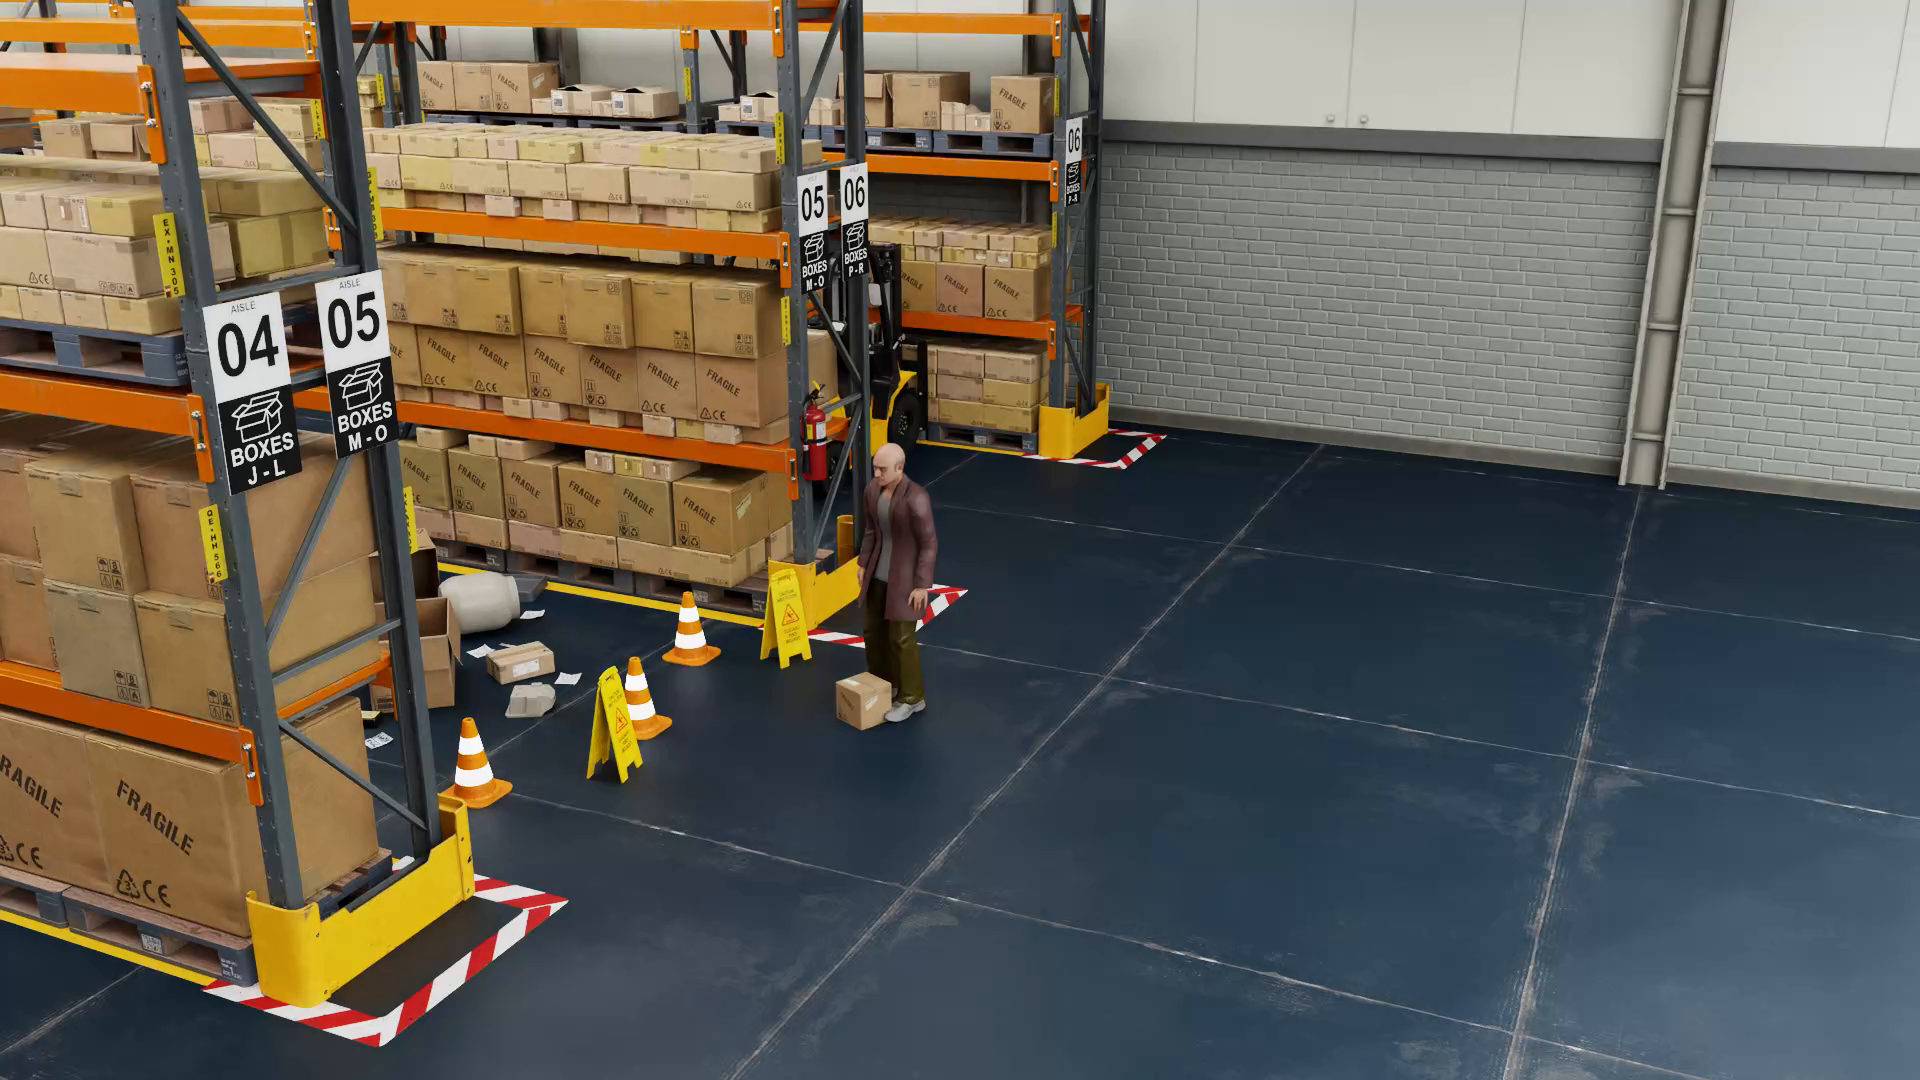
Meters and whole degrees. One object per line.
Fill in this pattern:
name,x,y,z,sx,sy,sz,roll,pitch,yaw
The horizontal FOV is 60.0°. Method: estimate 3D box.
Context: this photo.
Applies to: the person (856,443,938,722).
person,-0.411,0.256,10.387,0.429,1.739,0.645,-17,25,-41
